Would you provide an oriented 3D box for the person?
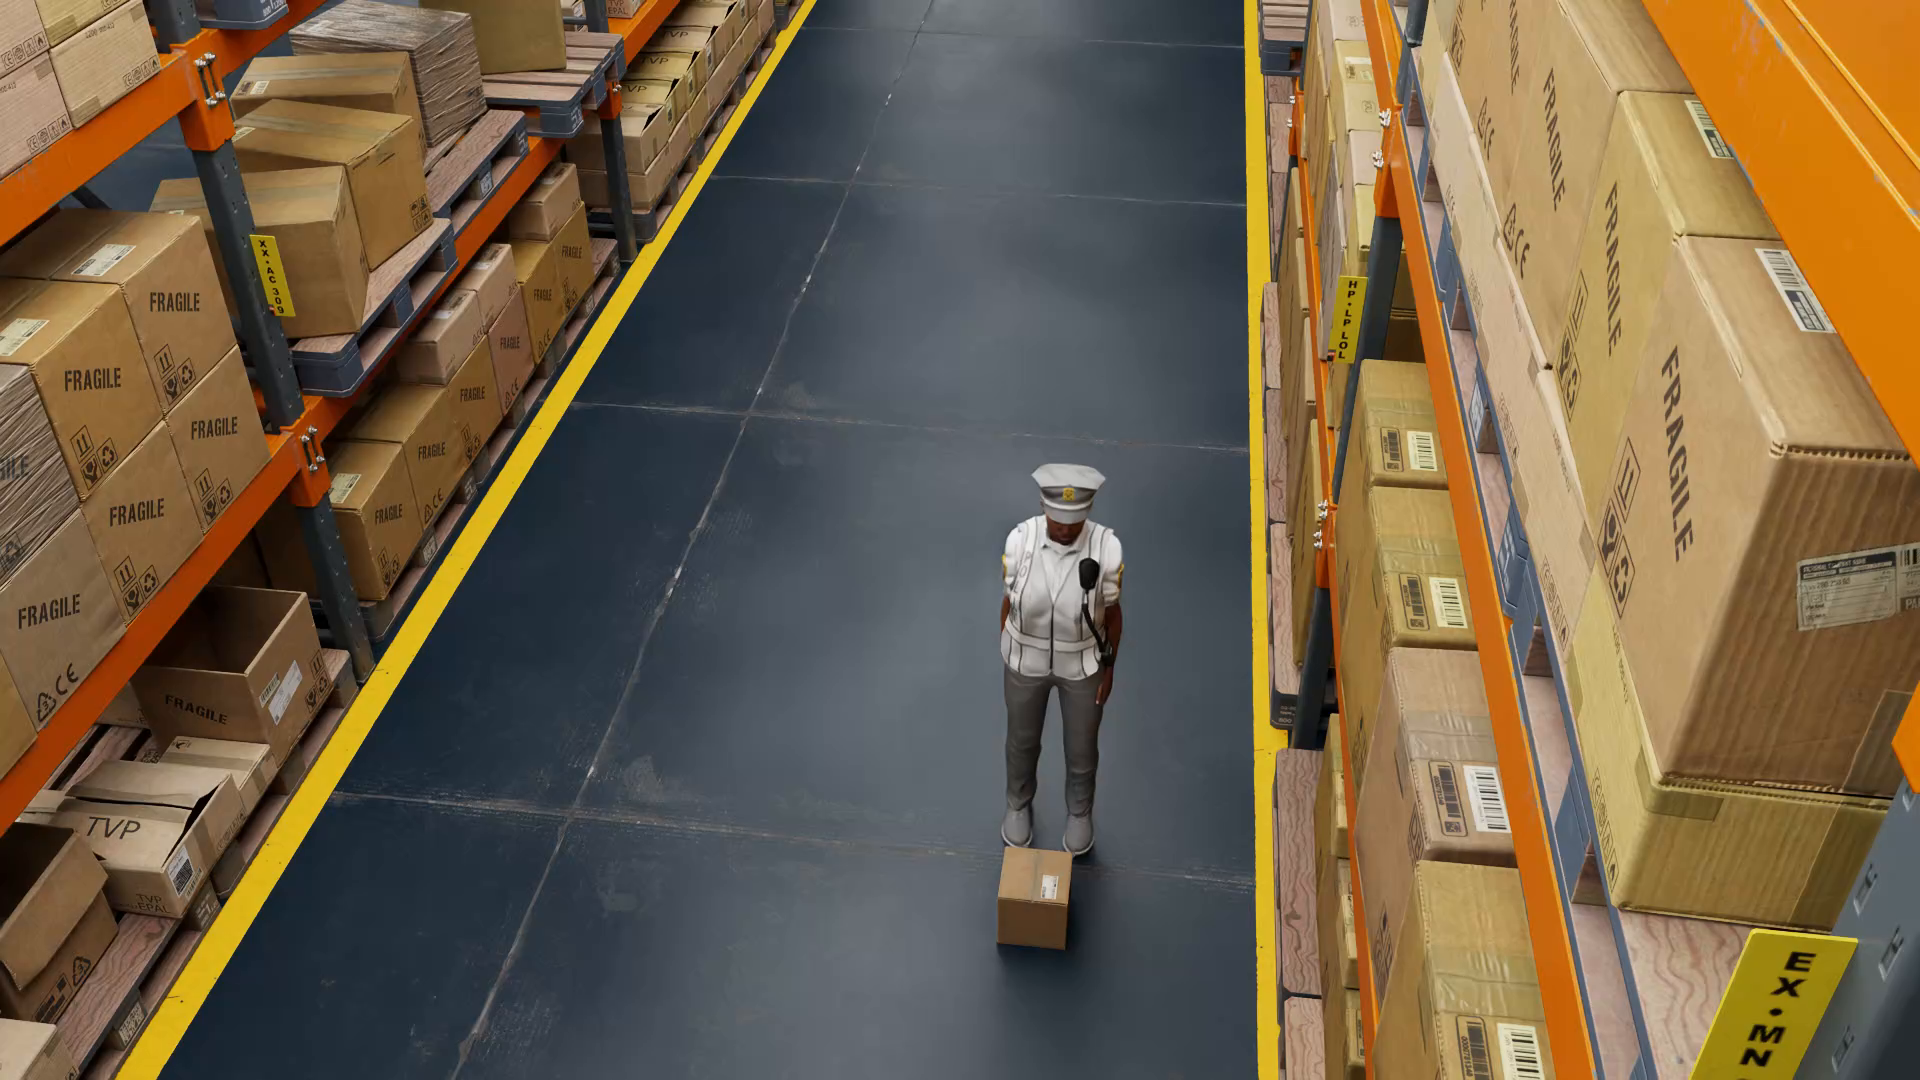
[{"bbox_3d":[0.357,0.449,6.028,0.436,1.678,0.339,5,37,7],"label":"person"}]
